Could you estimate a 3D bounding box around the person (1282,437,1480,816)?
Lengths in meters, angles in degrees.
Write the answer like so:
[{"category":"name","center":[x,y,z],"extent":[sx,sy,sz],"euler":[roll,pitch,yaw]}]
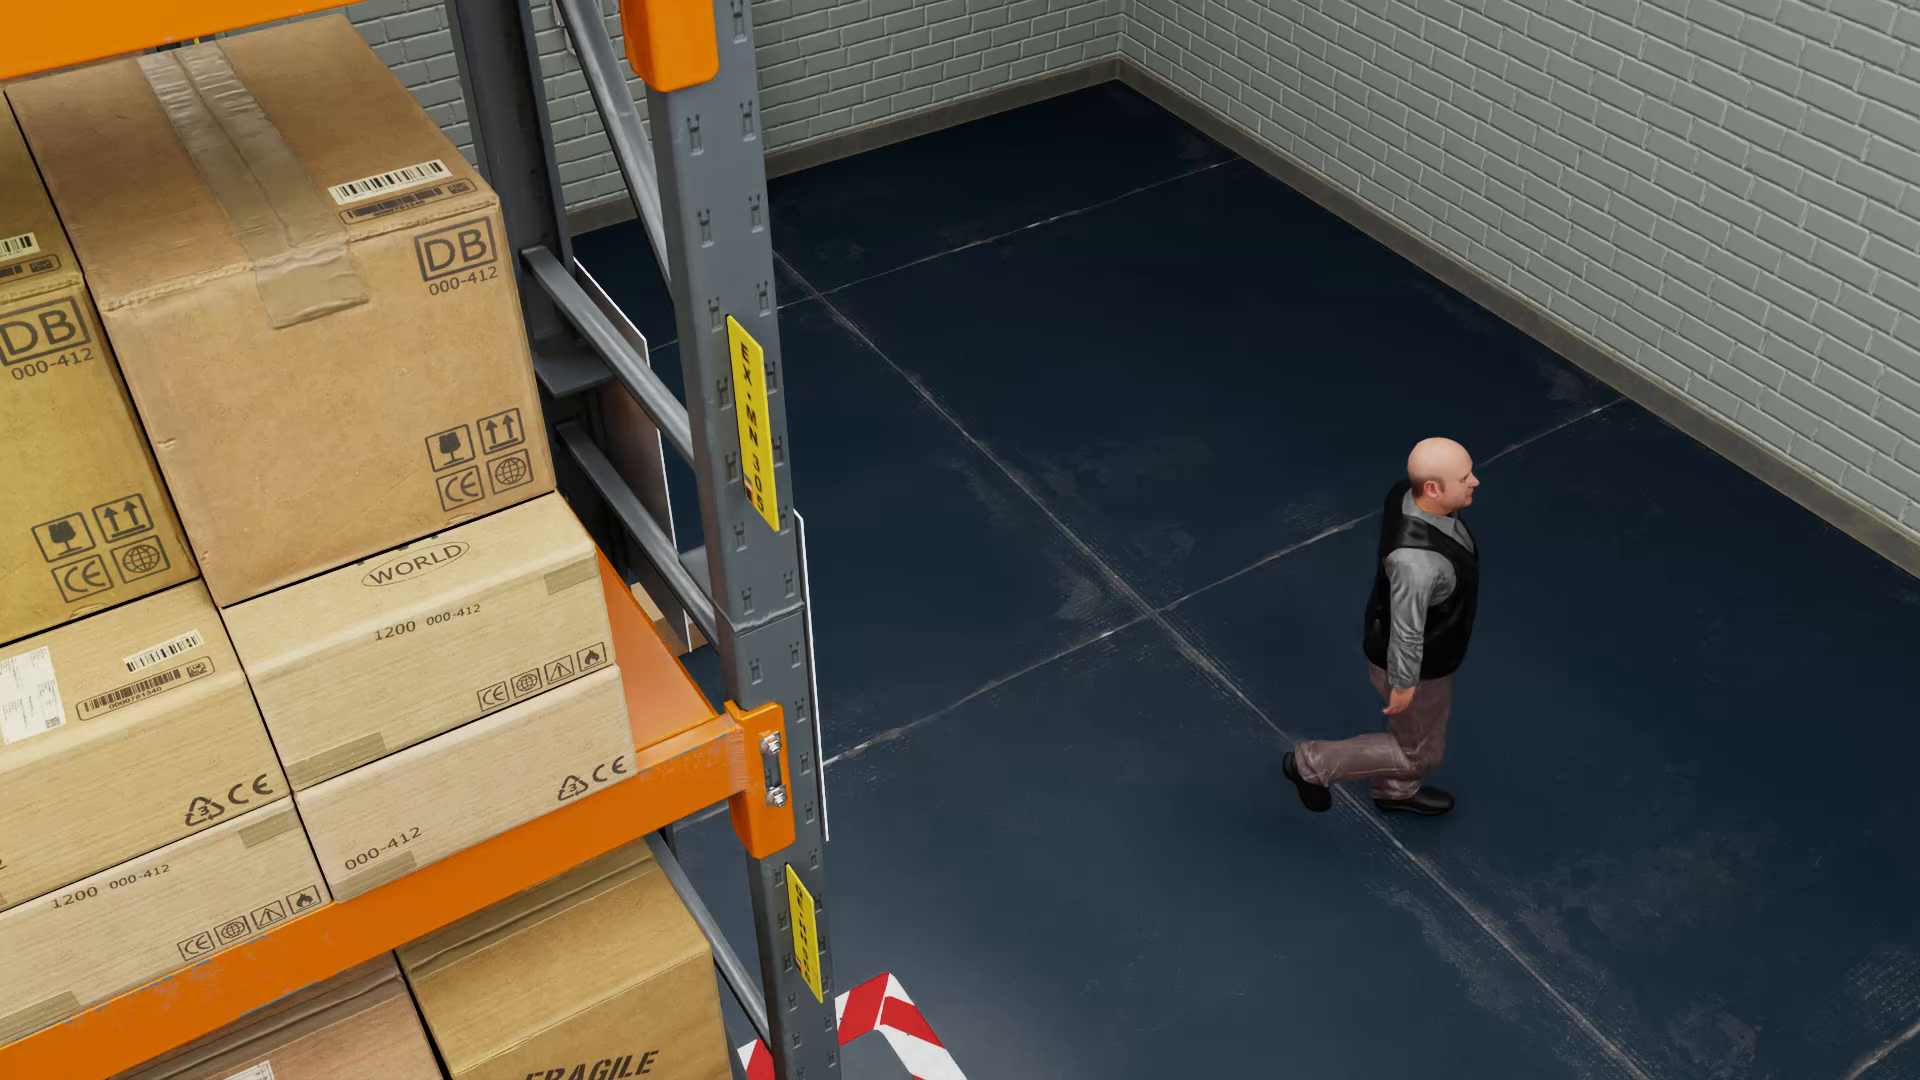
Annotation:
[{"category":"person","center":[1.523,0.362,5.728],"extent":[0.658,1.705,0.541],"euler":[9,41,11]}]
